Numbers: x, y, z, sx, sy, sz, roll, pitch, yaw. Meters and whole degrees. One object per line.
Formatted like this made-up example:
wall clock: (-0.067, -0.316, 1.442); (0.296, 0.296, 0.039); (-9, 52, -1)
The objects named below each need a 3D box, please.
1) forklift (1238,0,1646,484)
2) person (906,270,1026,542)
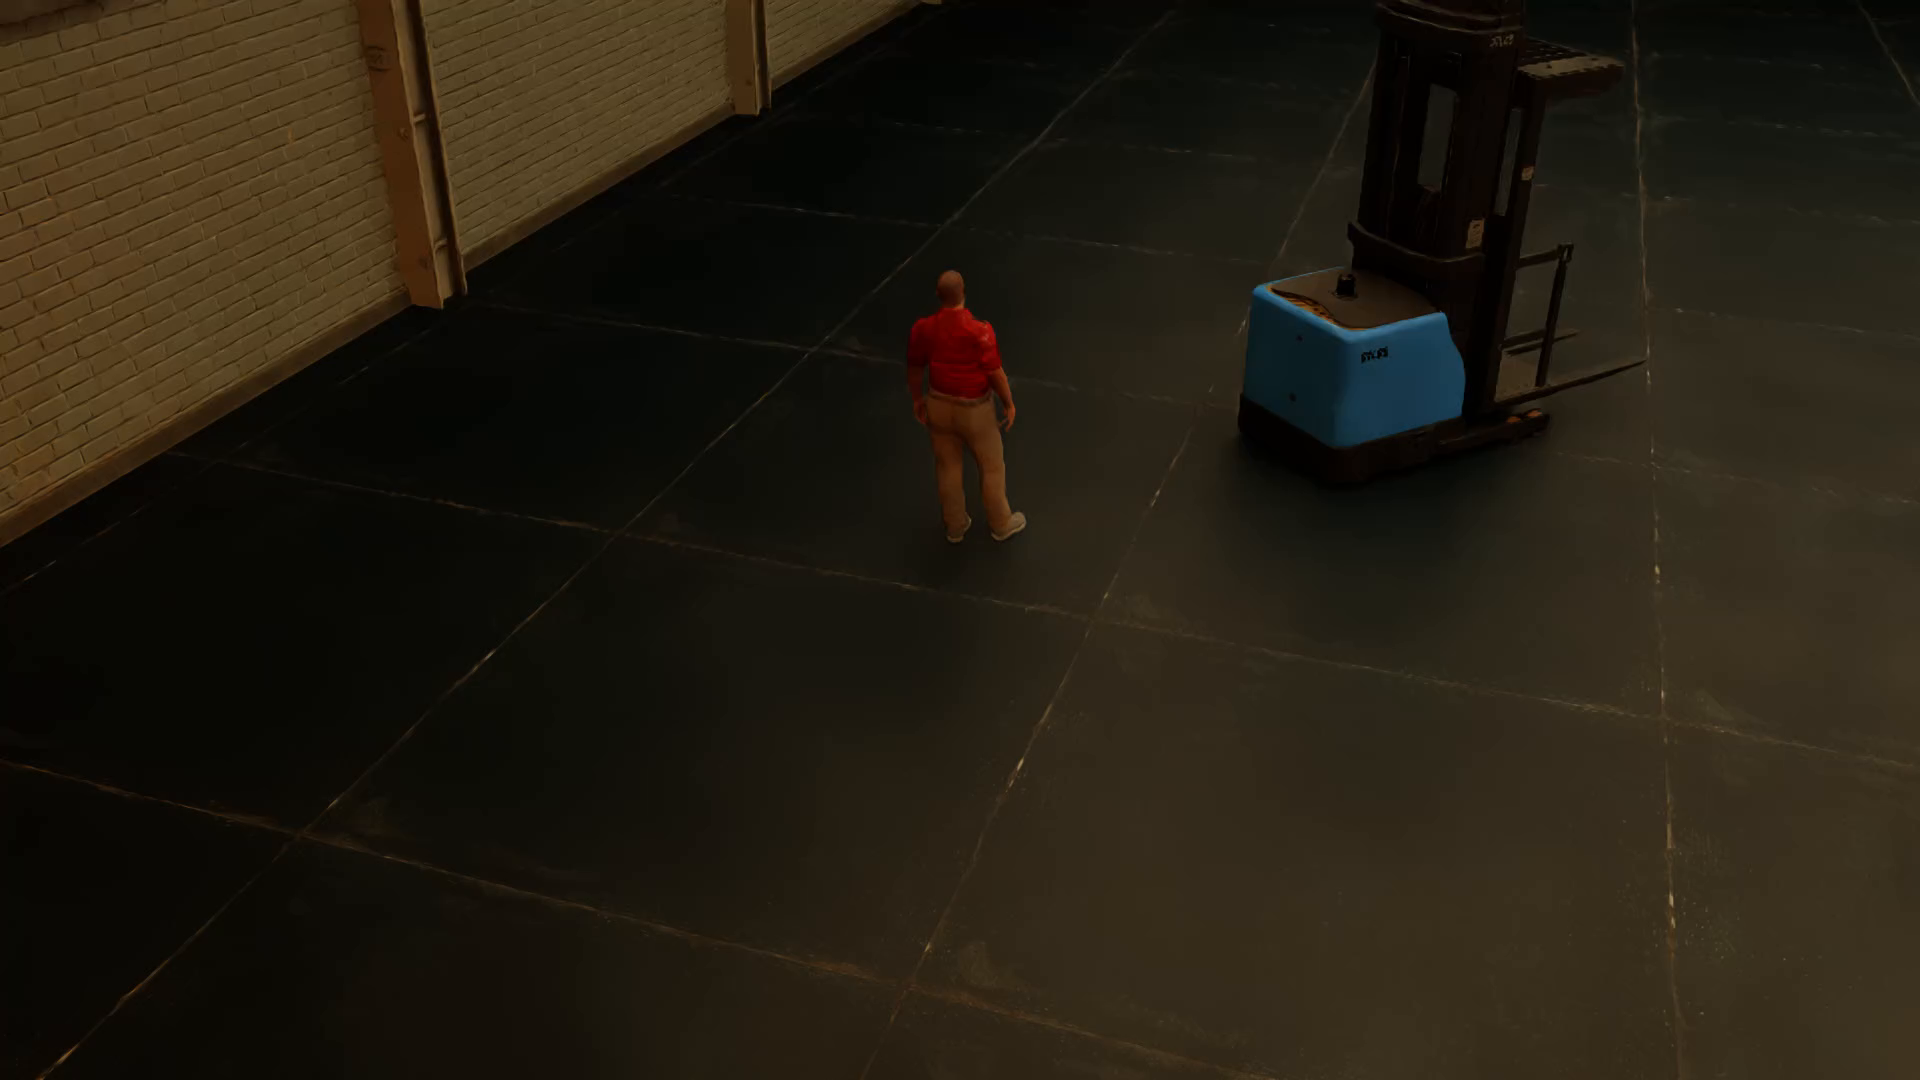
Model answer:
forklift: (3.431, -2.152, 10.911); (3.031, 2.935, 1.130); (-15, 33, -25)
person: (0.040, -0.798, 9.735); (0.640, 1.726, 0.550); (10, 31, 16)
